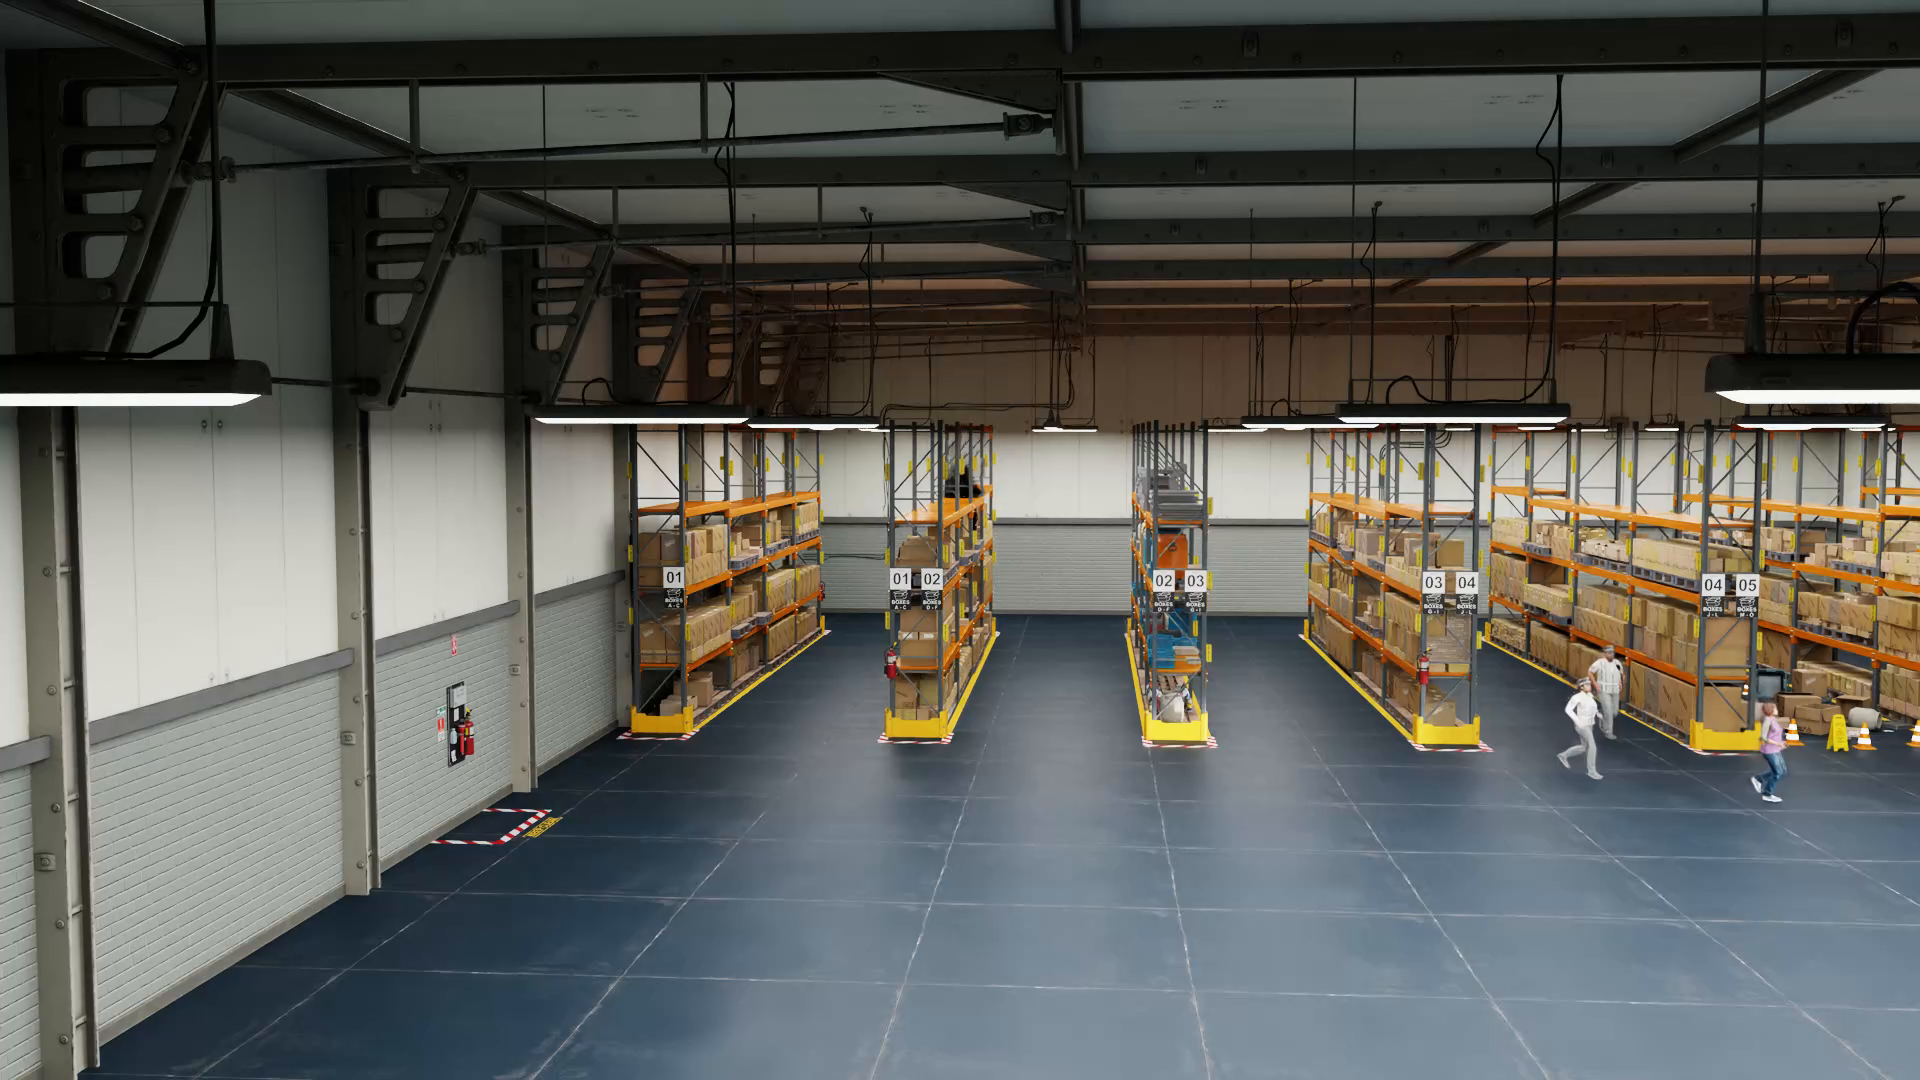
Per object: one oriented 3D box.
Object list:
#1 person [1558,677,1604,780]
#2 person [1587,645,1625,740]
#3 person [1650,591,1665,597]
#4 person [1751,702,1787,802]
[{"bbox_3d":[10.436,3.121,27.897,0.608,1.703,0.815,-3,5,-43],"label":"person"},{"bbox_3d":[12.245,2.847,31.476,0.684,1.764,0.768,0,4,-7],"label":"person"},{"bbox_3d":[19.828,1.908,47.309,0.796,1.645,0.640,1,4,14],"label":"person"},{"bbox_3d":[12.647,3.308,25.959,0.560,1.537,0.532,3,5,39],"label":"person"}]
